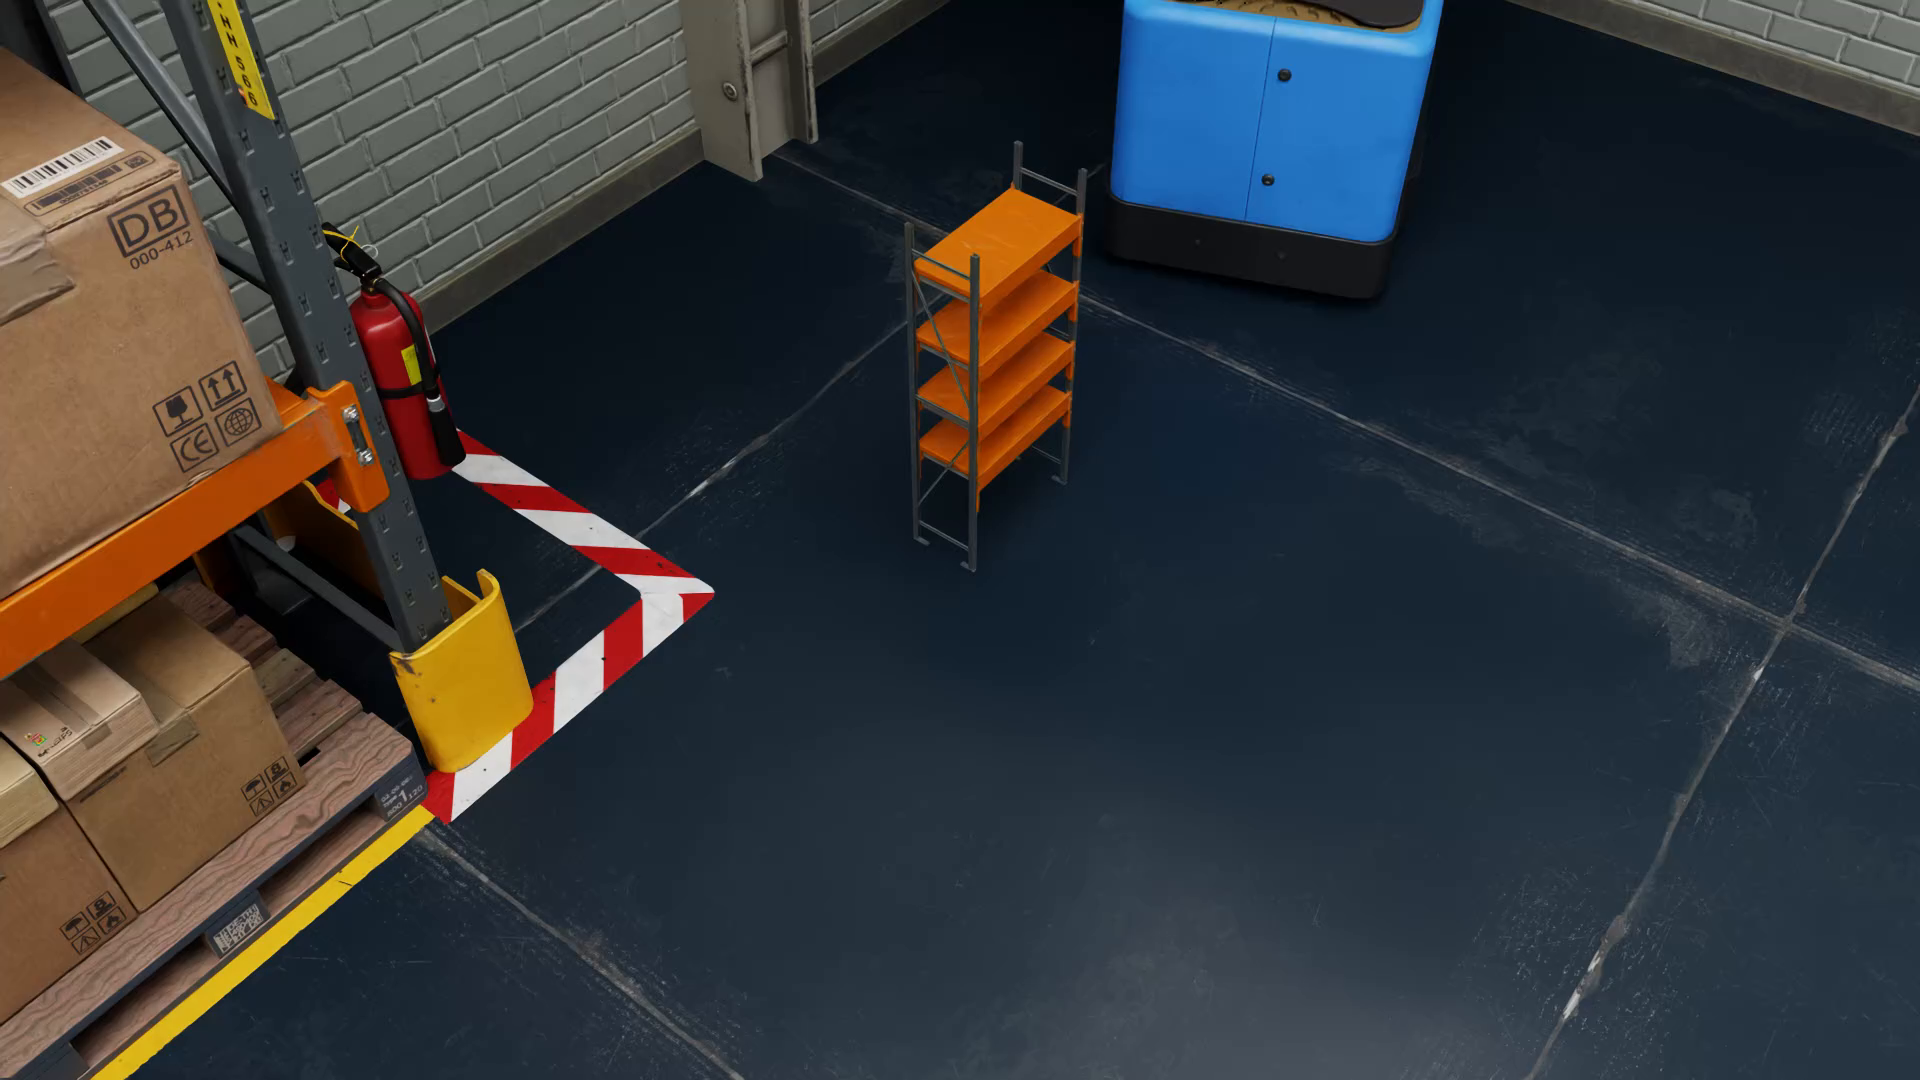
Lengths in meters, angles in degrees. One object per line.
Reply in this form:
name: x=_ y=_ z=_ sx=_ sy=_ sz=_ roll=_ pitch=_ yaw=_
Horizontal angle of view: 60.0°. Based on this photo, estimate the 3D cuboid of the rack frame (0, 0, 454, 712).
rack frame: x=-1.784 y=-0.710 z=3.854 sx=1.000 sy=3.000 sz=0.127 roll=29 pitch=53 yaw=25

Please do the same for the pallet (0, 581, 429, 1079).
pallet: x=-2.211 y=0.745 z=4.393 sx=1.003 sy=0.211 sz=1.213 roll=29 pitch=53 yaw=25

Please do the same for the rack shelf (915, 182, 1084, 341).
rack shelf: x=0.101 y=-0.781 z=4.622 sx=0.258 sy=0.148 sz=0.480 roll=29 pitch=53 yaw=25

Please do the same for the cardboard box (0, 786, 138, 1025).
cardboard box: x=-2.439 y=0.739 z=3.908 sx=0.700 sy=0.500 sz=0.500 roll=29 pitch=53 yaw=25

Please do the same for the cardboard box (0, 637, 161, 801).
cardboard box: x=-2.067 y=0.383 z=3.800 sx=0.380 sy=0.149 sz=0.250 roll=29 pitch=53 yaw=25

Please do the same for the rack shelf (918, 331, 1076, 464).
rack shelf: x=0.101 y=-0.463 z=4.955 sx=0.258 sy=0.148 sz=0.480 roll=29 pitch=53 yaw=25

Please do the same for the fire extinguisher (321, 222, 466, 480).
fire extinguisher: x=-1.327 y=-0.437 z=3.905 sx=0.296 sy=0.674 sz=0.183 roll=29 pitch=53 yaw=25

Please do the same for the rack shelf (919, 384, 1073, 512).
rack shelf: x=0.101 y=-0.326 z=5.099 sx=0.258 sy=0.148 sz=0.480 roll=29 pitch=53 yaw=25

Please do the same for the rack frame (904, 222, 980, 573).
rack frame: x=-0.048 y=-0.370 z=4.773 sx=0.240 sy=1.200 sz=0.015 roll=29 pitch=53 yaw=25

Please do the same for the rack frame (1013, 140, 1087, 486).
rack frame: x=0.250 y=-0.649 z=5.040 sx=0.240 sy=1.200 sz=0.015 roll=29 pitch=53 yaw=25

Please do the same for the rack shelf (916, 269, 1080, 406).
rack shelf: x=0.101 y=-0.617 z=4.794 sx=0.258 sy=0.148 sz=0.480 roll=29 pitch=53 yaw=25

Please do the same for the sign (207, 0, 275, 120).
sign: x=-1.363 y=-0.944 z=3.113 sx=0.100 sy=0.325 sz=0.005 roll=29 pitch=53 yaw=25

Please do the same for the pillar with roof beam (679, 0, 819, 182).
pillar with roof beam: x=2.589 y=-2.807 z=1.708 sx=9.100 sy=9.000 sz=0.400 roll=29 pitch=53 yaw=25

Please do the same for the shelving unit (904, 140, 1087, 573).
shelving unit: x=0.101 y=-0.509 z=4.907 sx=0.258 sy=1.200 sz=0.503 roll=29 pitch=53 yaw=25

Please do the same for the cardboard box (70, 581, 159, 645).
cardboard box: x=-2.215 y=0.069 z=4.100 sx=0.380 sy=0.149 sz=0.250 roll=30 pitch=53 yaw=25

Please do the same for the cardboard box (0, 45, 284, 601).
cardboard box: x=-2.088 y=-0.518 z=3.463 sx=0.980 sy=0.700 sz=0.700 roll=32 pitch=54 yaw=27

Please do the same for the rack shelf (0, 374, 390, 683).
rack shelf: x=-3.007 y=0.682 z=3.021 sx=1.077 sy=0.370 sz=4.000 roll=29 pitch=53 yaw=25

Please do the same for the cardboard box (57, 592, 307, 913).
cardboard box: x=-2.133 y=0.453 z=4.181 sx=0.700 sy=0.500 sz=0.500 roll=29 pitch=53 yaw=25

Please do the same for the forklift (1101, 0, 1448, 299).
forklift: x=1.434 y=-2.968 z=6.058 sx=1.130 sy=2.935 sz=3.031 roll=12 pitch=47 yaw=11

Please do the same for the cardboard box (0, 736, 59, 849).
cardboard box: x=-2.223 y=0.529 z=3.660 sx=0.380 sy=0.149 sz=0.250 roll=31 pitch=54 yaw=26

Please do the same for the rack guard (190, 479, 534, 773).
rack guard: x=-1.769 y=0.139 z=4.771 sx=1.175 sy=0.500 sz=0.348 roll=29 pitch=53 yaw=25
